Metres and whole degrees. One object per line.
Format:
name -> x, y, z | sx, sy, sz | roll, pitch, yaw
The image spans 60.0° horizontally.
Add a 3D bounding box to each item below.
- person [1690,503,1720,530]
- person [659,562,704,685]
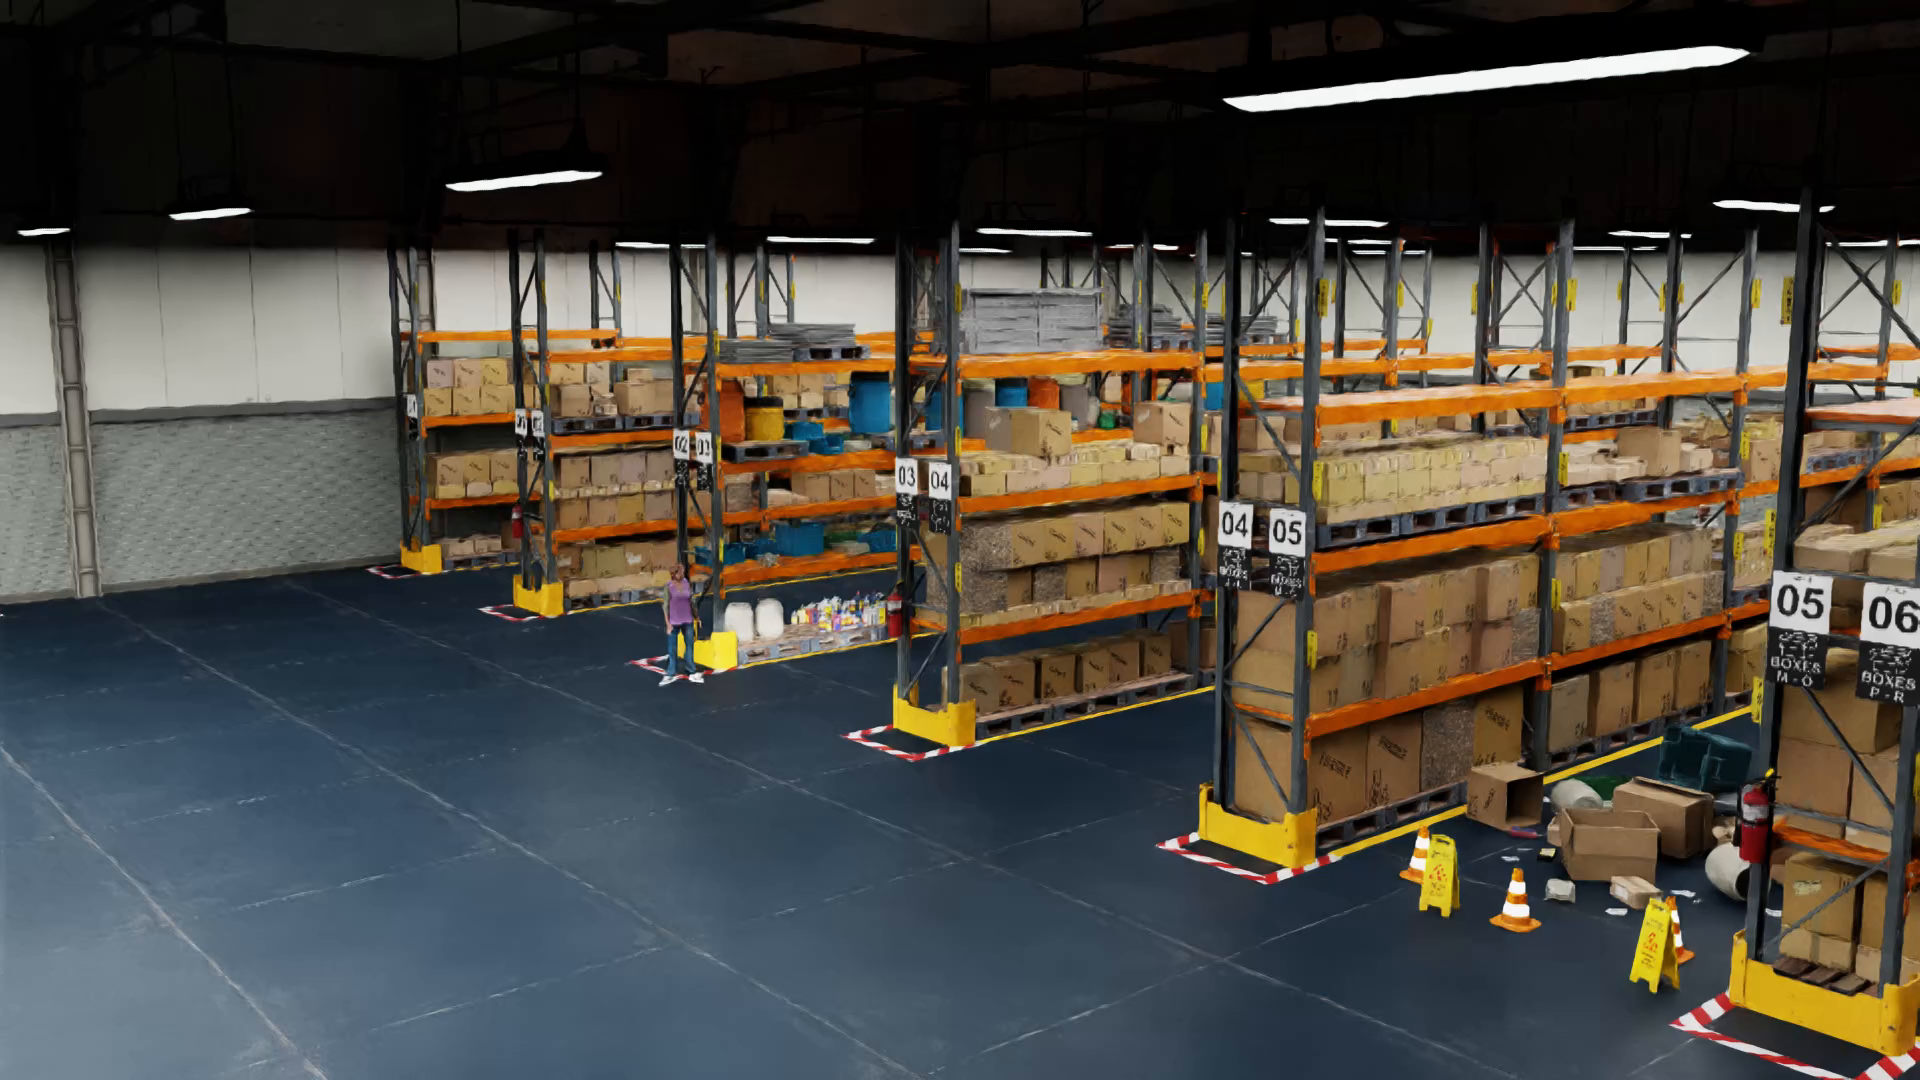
person -> 12.074, 0.177, 26.992 | 1.029, 1.725, 0.555 | -8, 12, -41
person -> -3.621, 1.071, 21.500 | 0.578, 1.600, 0.345 | -5, 10, -30
